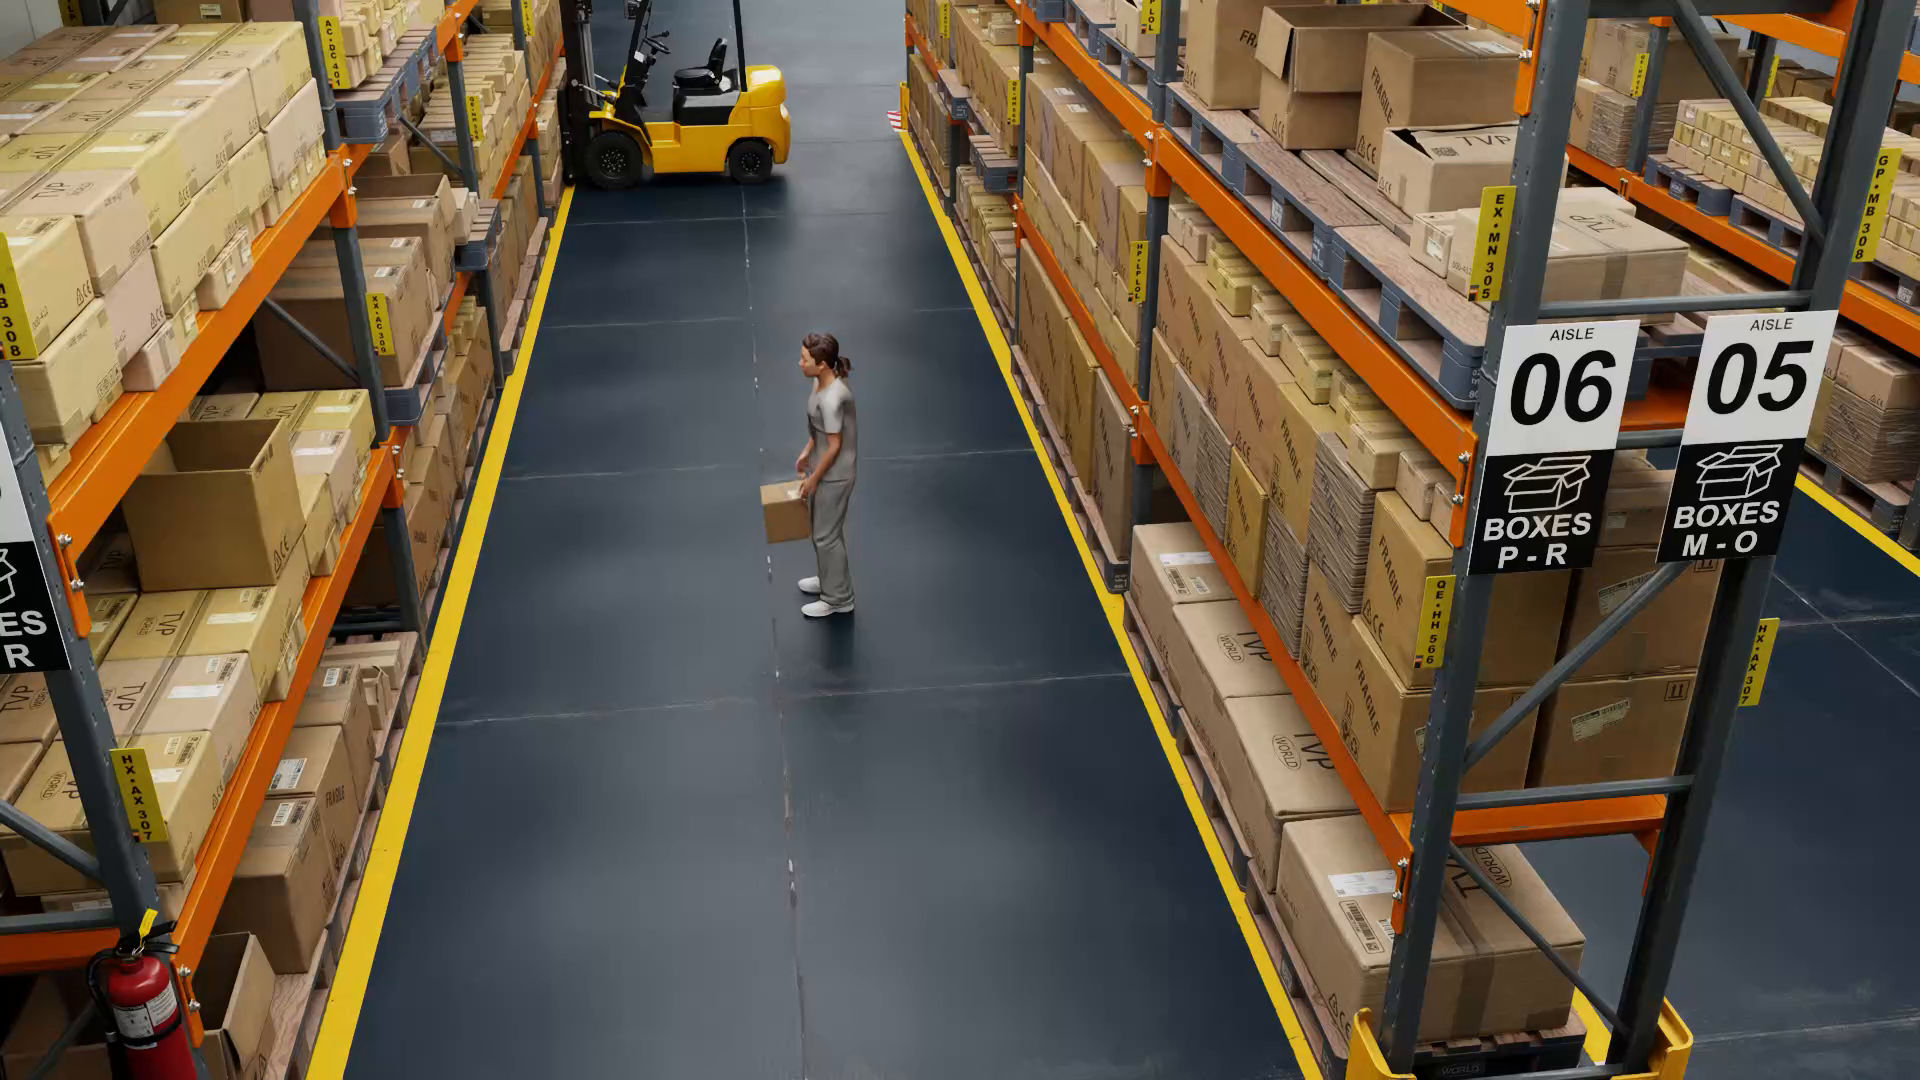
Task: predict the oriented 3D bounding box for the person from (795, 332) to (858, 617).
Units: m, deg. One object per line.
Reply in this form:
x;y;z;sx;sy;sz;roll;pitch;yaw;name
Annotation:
-0.753;-0.376;9.347;0.365;1.676;0.471;-4;28;-8;person
